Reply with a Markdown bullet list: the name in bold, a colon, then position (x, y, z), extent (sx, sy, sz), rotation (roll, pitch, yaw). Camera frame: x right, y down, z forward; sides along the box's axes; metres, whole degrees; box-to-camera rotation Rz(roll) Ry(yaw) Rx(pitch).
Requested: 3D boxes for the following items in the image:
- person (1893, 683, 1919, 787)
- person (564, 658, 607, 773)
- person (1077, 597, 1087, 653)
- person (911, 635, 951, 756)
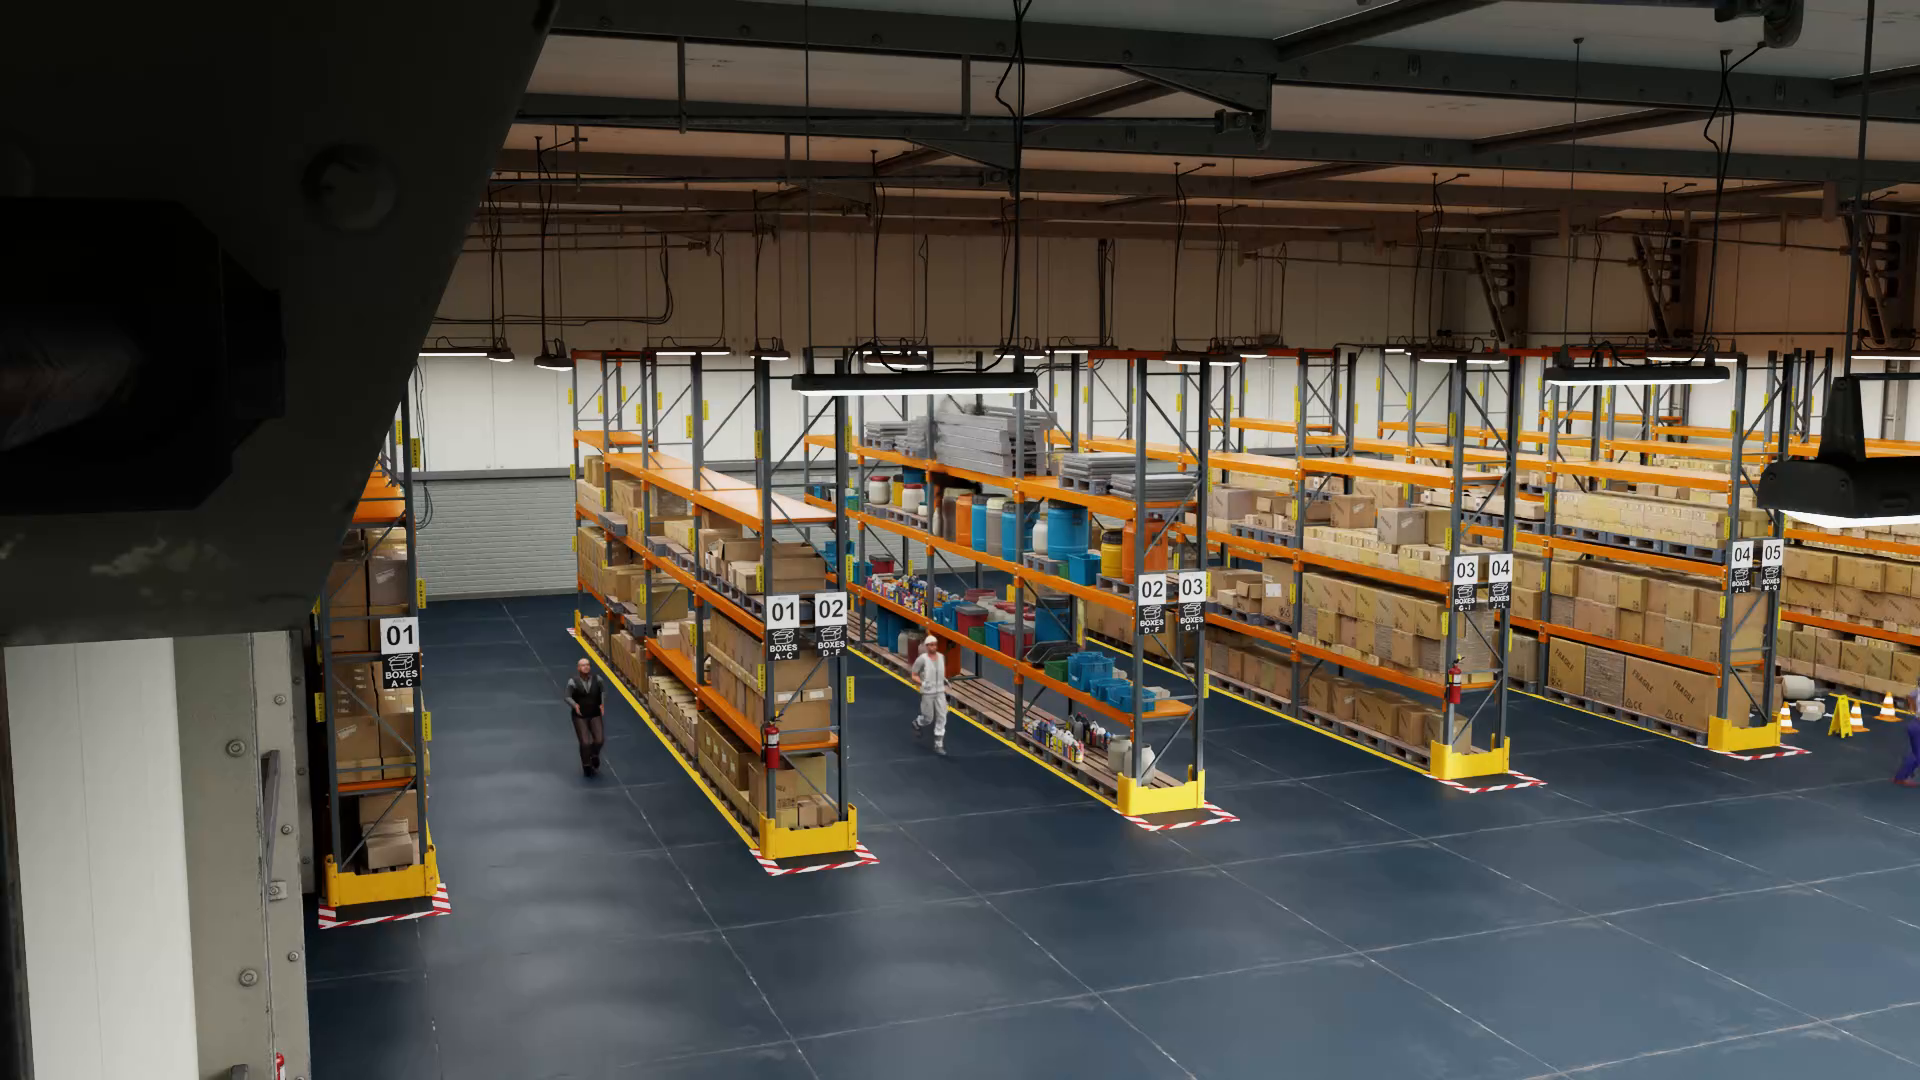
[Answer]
- **person**: position (13.498, 2.653, 23.269), extent (0.676, 1.602, 0.630), rotation (4, 8, 31)
- **person**: position (-5.329, 2.534, 23.832), extent (0.635, 1.676, 0.564), rotation (-3, 8, -22)
- **person**: position (2.111, 1.675, 30.897), extent (0.584, 1.641, 0.772), rotation (-4, 8, -30)
- **person**: position (-0.436, 2.326, 25.260), extent (0.656, 1.783, 0.899), rotation (-4, 8, -29)
